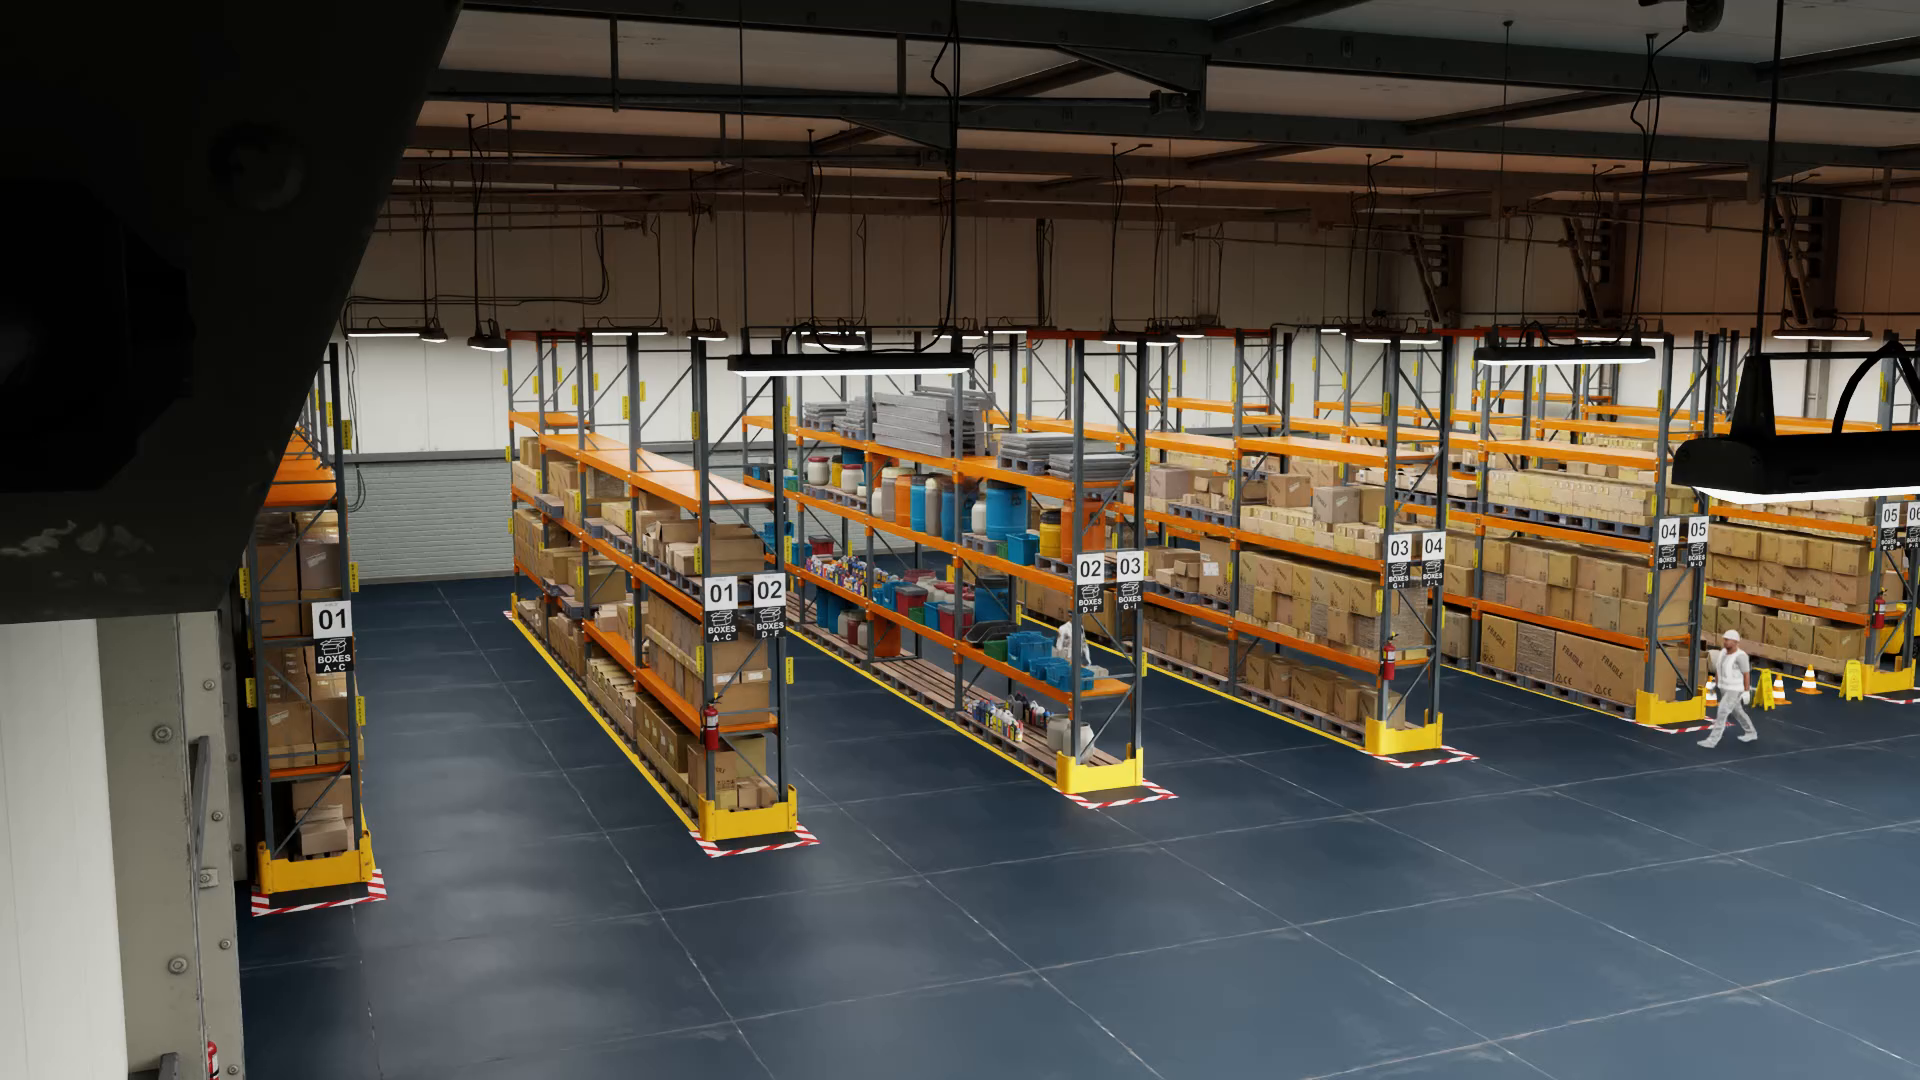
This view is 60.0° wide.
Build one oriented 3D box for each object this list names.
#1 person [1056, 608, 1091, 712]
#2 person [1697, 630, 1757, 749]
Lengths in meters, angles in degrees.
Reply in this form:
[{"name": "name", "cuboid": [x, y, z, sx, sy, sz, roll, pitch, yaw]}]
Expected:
[{"name": "person", "cuboid": [1.811, 1.932, 26.470, 0.552, 1.726, 0.484, -5, 9, -31]}, {"name": "person", "cuboid": [11.252, 2.171, 24.308, 1.087, 1.735, 0.561, -1, 8, -10]}]
